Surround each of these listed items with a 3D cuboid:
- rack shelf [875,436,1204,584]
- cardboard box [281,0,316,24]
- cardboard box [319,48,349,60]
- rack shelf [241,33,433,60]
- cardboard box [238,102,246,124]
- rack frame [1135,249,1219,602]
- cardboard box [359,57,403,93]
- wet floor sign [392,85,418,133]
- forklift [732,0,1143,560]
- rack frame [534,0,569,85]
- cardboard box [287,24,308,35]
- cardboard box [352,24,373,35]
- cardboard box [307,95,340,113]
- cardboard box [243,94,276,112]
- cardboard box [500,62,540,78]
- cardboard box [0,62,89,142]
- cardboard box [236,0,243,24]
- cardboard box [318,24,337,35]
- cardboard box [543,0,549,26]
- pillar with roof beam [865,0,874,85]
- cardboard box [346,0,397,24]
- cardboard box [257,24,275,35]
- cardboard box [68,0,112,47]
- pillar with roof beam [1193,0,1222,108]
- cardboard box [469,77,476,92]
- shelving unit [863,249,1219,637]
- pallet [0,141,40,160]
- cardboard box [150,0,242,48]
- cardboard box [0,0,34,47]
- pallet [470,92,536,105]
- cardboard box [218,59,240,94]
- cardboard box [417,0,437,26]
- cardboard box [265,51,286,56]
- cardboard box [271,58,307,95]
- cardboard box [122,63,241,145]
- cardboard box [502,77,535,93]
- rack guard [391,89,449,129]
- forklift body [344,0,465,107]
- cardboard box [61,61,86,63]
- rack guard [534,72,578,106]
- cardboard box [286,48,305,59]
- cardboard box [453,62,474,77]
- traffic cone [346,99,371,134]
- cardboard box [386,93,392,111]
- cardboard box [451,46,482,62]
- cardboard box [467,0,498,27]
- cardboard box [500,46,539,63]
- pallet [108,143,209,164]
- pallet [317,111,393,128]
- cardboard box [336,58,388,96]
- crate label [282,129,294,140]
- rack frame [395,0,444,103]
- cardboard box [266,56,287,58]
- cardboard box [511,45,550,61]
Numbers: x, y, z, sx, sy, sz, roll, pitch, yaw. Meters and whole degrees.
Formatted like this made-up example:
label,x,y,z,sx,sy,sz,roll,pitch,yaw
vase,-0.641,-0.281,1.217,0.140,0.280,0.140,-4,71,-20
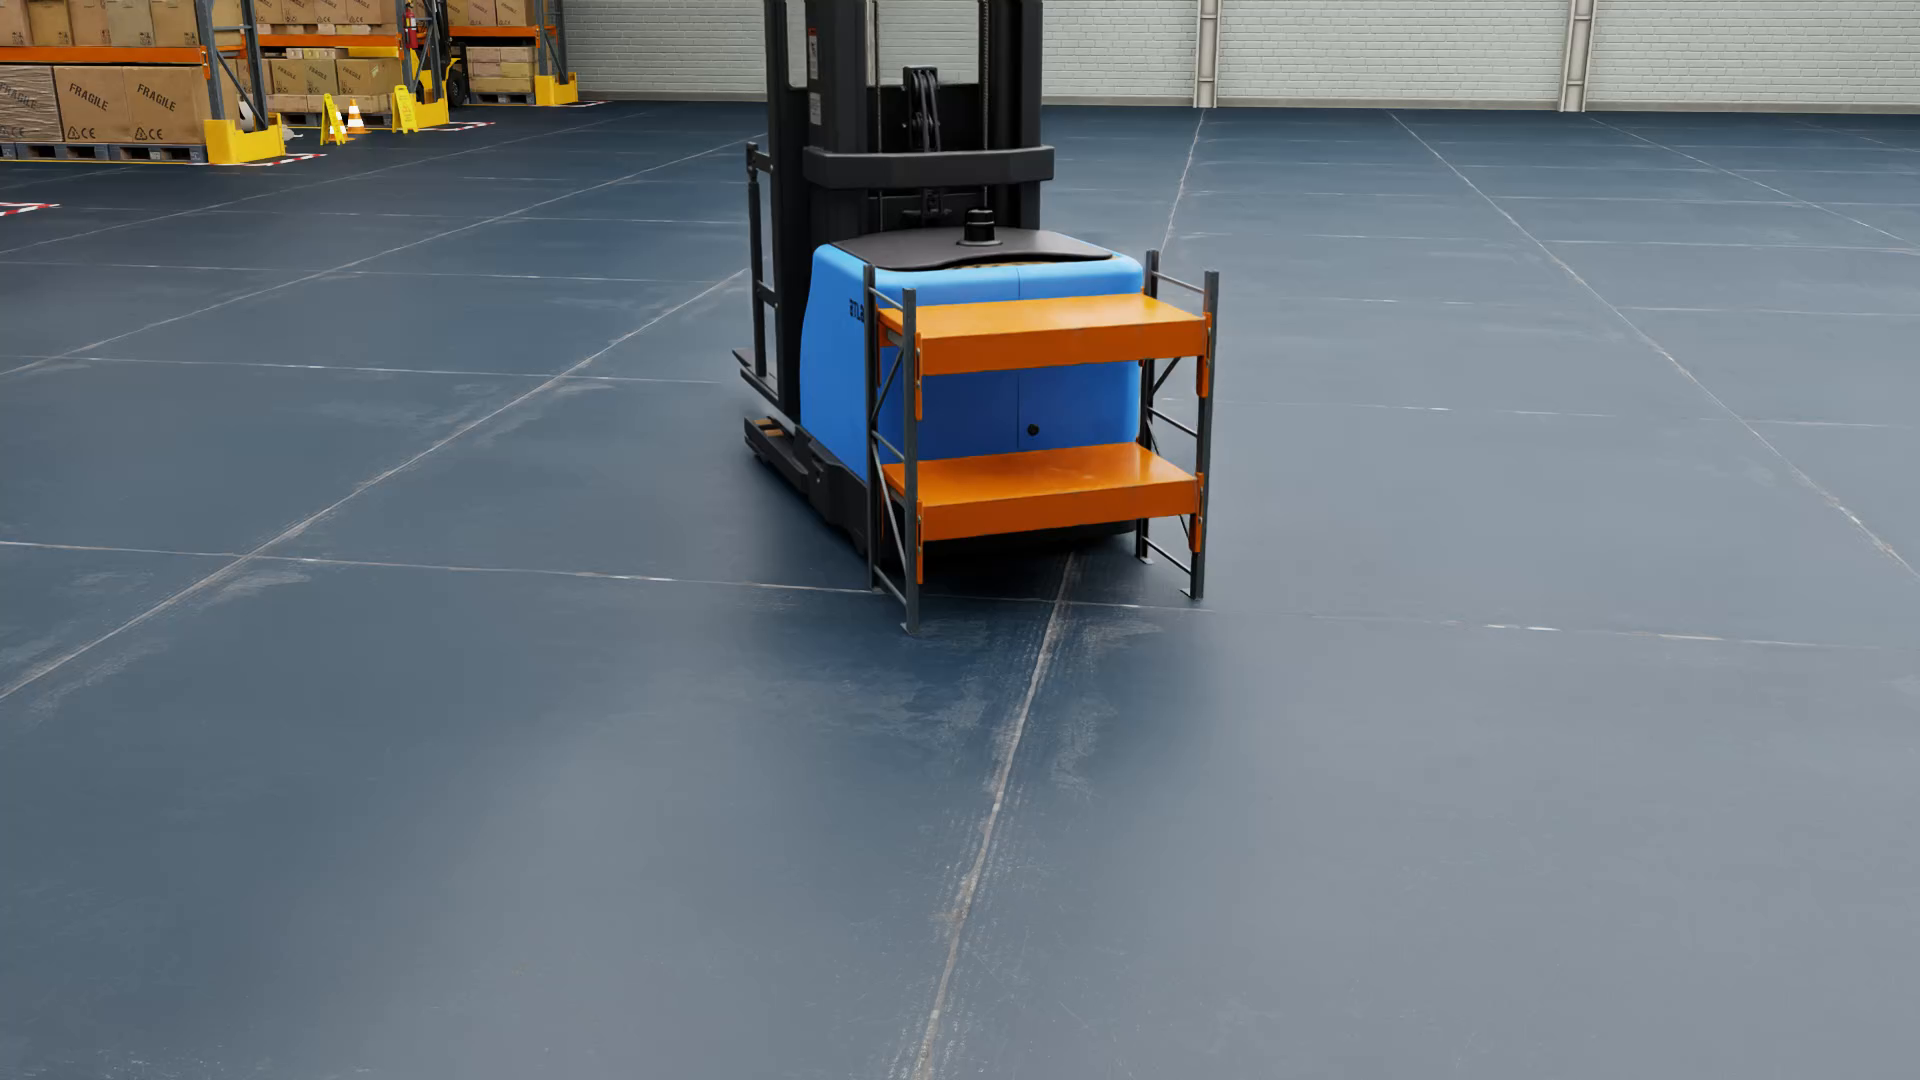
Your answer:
label,x,y,z,sx,sy,sz,roll,pitch,yaw
rack shelf,0.256,-0.117,5.650,1.000,0.278,0.538,-6,19,-18
cardboard box,-9.464,-7.743,24.091,0.500,0.500,0.500,3,19,8
cardboard box,-9.103,-7.075,24.189,0.250,0.149,0.380,3,19,10
rack shelf,-9.872,-7.320,24.587,4.000,0.370,1.077,3,19,9
cardboard box,-10.034,-5.672,22.462,0.637,0.503,0.797,-11,21,-29
rack frame,0.738,-0.400,5.726,0.032,1.125,0.500,-6,19,-18
cardboard box,-8.674,-6.940,24.806,0.500,0.500,0.500,2,19,7
wet floor sign,-7.880,-6.099,23.515,0.232,0.644,0.267,10,21,27
forklift,-0.320,-1.749,6.910,1.130,2.935,3.031,-7,20,-19
rack frame,-7.114,-9.116,28.820,0.127,3.000,1.000,3,19,9
cardboard box,-9.575,-7.436,24.195,0.250,0.149,0.380,3,19,8
cardboard box,-8.569,-7.371,24.002,0.250,0.149,0.380,3,19,8
cardboard box,-9.249,-6.441,24.497,0.500,0.250,0.500,3,19,9
cardboard box,-10.254,-6.494,24.655,0.500,0.250,0.500,3,19,8
cardboard box,-7.644,-8.175,28.891,0.500,0.250,0.500,3,19,8
cardboard box,-11.032,-5.300,20.102,0.875,0.875,0.875,3,19,9
cardboard box,-10.464,-7.794,24.242,0.500,0.500,0.500,3,19,8
cardboard box,-9.077,-7.394,24.071,0.250,0.149,0.380,3,19,10
cardboard box,-7.559,-9.275,29.139,0.500,0.500,0.500,4,19,10
pillar with roof beam,-2.417,-10.628,23.884,0.400,9.000,9.100,3,19,9
cardboard box,-8.477,-7.690,23.933,0.500,0.500,0.500,3,19,8
cardboard box,-10.072,-7.455,24.253,0.250,0.149,0.380,3,19,8
cardboard box,-10.036,-6.169,19.776,0.550,0.550,0.875,3,19,9
pillar with roof beam,3.507,-10.326,22.981,0.400,9.000,9.100,3,19,9
cardboard box,-8.610,-7.992,29.132,0.500,0.250,0.500,3,19,9
shelving unit,0.256,-0.349,5.572,1.048,1.125,0.538,-6,19,-18
pallet,-11.794,-4.821,20.379,1.213,0.211,1.003,3,19,9
cardboard box,-8.957,-6.080,19.512,0.550,0.550,0.875,3,19,9
cardboard box,-11.105,-6.178,19.803,0.550,0.550,0.875,3,19,9
pallet,-7.876,-7.819,29.339,1.213,0.211,1.003,3,19,9
cardboard box,-10.777,-6.875,24.613,0.500,0.500,0.500,4,19,11
cardboard box,-9.157,-9.182,28.861,0.500,0.500,0.500,3,19,9
cardboard box,-12.345,-8.454,29.924,0.625,0.625,0.875,3,19,8
cardboard box,-9.743,-6.823,24.457,0.500,0.500,0.500,2,19,7
cardboard box,-9.263,-5.210,19.833,0.875,0.875,0.875,3,19,9
cardboard box,-7.628,-7.936,28.965,0.500,0.250,0.500,3,19,9
rack guard,-7.973,-6.379,24.580,0.348,0.500,1.175,3,19,9
forklift body,-9.276,-8.237,27.532,1.214,2.155,2.313,3,19,9
cardboard box,-15.957,-8.515,30.301,0.500,0.500,0.500,3,19,8
rack guard,-7.090,-7.929,29.213,0.348,0.500,1.175,3,19,9
cardboard box,-9.611,-7.103,24.271,0.250,0.149,0.380,4,19,11
cardboard box,-8.651,-8.223,29.035,0.500,0.250,0.500,2,19,7
traffic cone,-8.527,-5.975,23.432,0.334,0.463,0.336,3,19,9
cardboard box,-8.650,-6.583,24.922,0.500,0.250,0.500,3,19,8
cardboard box,-8.623,-8.457,28.946,0.500,0.250,0.500,3,19,9
cardboard box,-8.152,-9.135,28.719,0.500,0.500,0.500,4,19,10
cardboard box,-7.618,-8.411,28.809,0.500,0.250,0.500,4,19,10
pallet,-9.385,-4.698,20.012,1.213,0.211,1.003,3,19,9
pallet,-8.769,-6.294,24.781,1.213,0.211,1.003,3,19,9
cardboard box,-8.730,-6.770,24.299,0.500,0.500,0.500,3,19,9
crate label,-9.153,-5.476,22.453,0.298,0.136,0.250,-7,20,-20
rack frame,-7.898,-7.561,24.172,0.127,3.000,1.000,3,19,9
cardboard box,-10.214,-7.017,25.036,0.500,0.500,0.500,4,19,12
cardboard box,-7.559,-8.569,29.281,0.500,0.250,0.500,3,19,8
